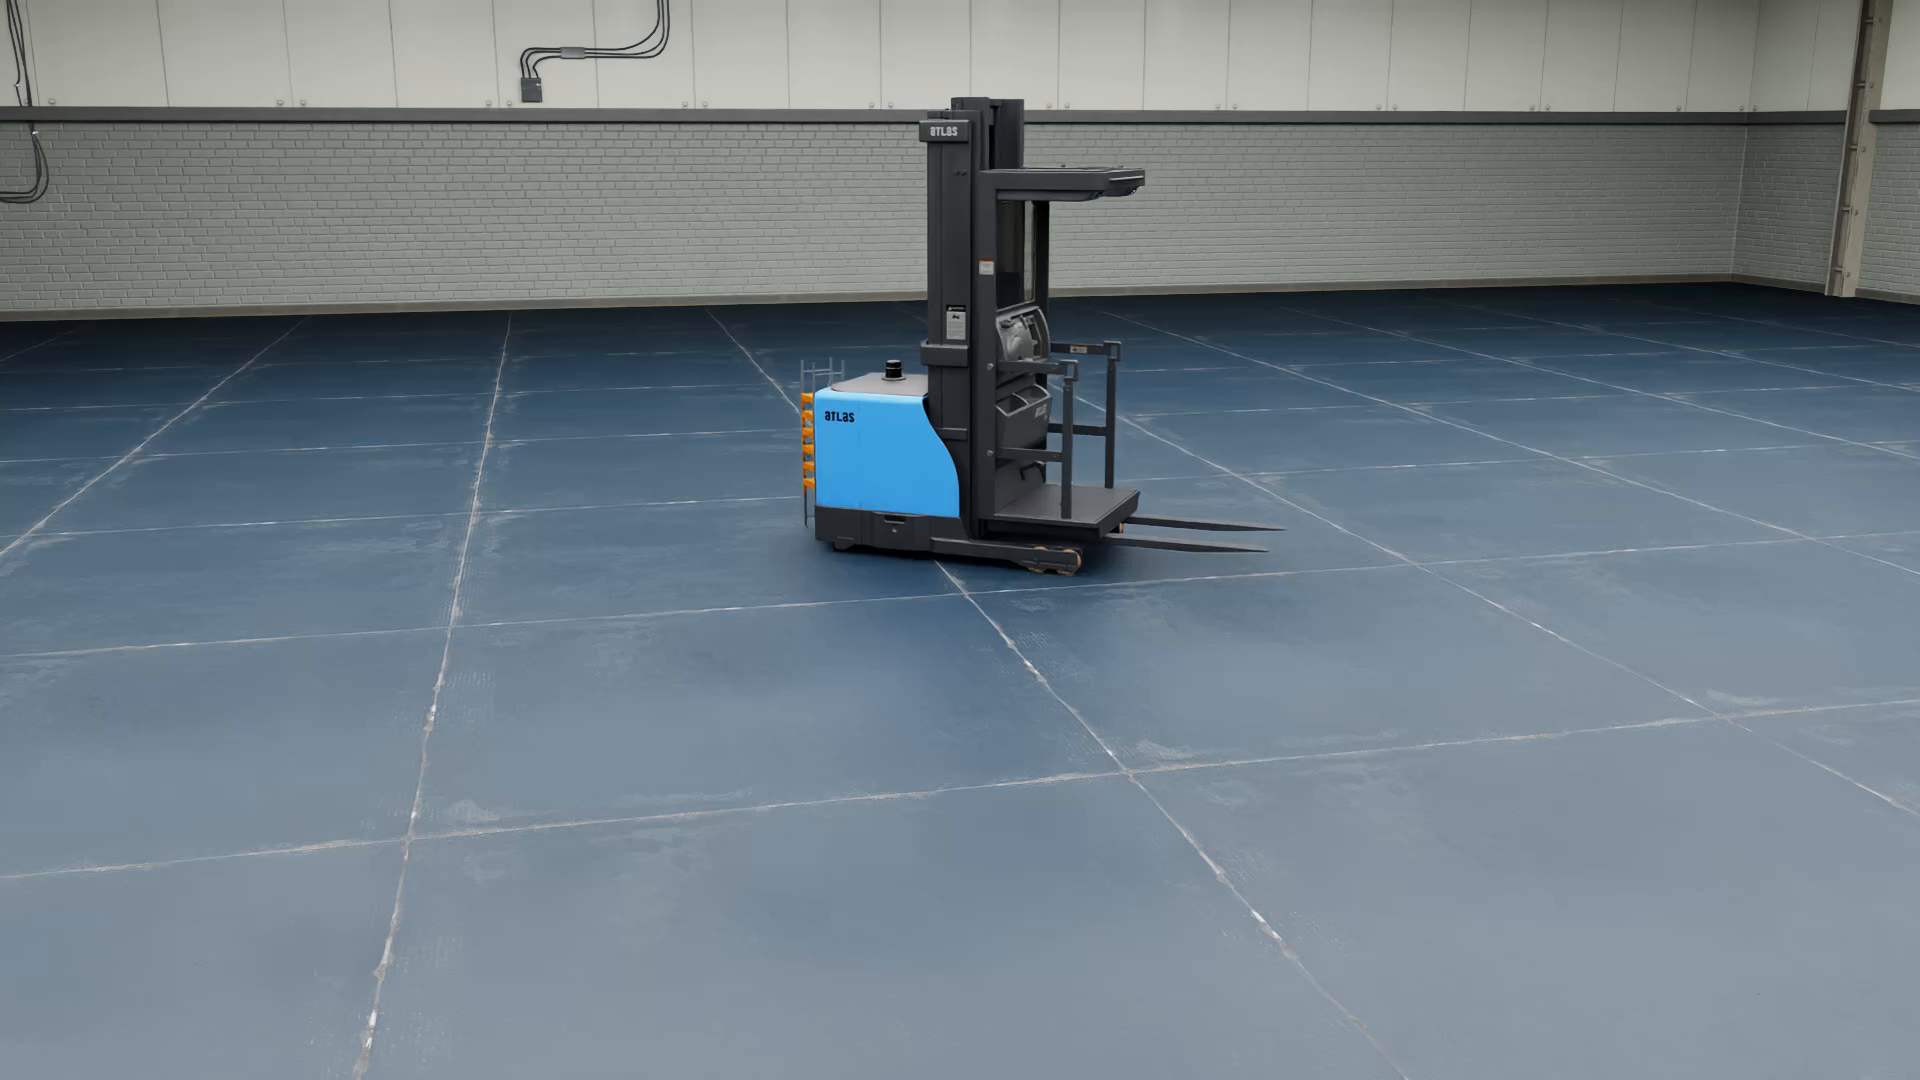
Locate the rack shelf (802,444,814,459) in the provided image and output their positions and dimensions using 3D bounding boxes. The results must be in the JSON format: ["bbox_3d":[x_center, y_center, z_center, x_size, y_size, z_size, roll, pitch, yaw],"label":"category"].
[{"bbox_3d":[-0.949,-0.616,11.606,0.258,0.103,0.180,-8,16,-30],"label":"rack shelf"}]

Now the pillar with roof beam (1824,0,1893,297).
[{"bbox_3d":[10.972,-8.336,26.586,9.100,9.000,0.400,-3,14,-13],"label":"pillar with roof beam"}]

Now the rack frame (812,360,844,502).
[{"bbox_3d":[-0.902,-0.640,11.519,0.240,1.200,0.006,-8,16,-30],"label":"rack frame"}]

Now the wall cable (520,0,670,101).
[{"bbox_3d":[-5.638,-9.751,25.212,2.305,6.003,0.169,-3,14,-13],"label":"wall cable"}]

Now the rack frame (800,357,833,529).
[{"bbox_3d":[-0.995,-0.678,11.672,0.240,1.200,0.006,-8,16,-30],"label":"rack frame"}]

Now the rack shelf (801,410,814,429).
[{"bbox_3d":[-0.949,-0.849,11.549,0.258,0.103,0.180,-8,16,-30],"label":"rack shelf"}]

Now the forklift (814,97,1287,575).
[{"bbox_3d":[0.596,-1.342,10.744,3.031,2.935,1.130,5,15,20],"label":"forklift"}]

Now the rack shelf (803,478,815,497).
[{"bbox_3d":[-0.948,-0.383,11.663,0.258,0.103,0.180,-8,16,-30],"label":"rack shelf"}]

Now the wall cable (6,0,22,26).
[{"bbox_3d":[-12.240,-8.669,23.851,3.097,2.526,0.112,-3,14,-13],"label":"wall cable"}]

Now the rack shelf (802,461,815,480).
[{"bbox_3d":[-0.949,-0.499,11.635,0.258,0.103,0.180,-8,16,-30],"label":"rack shelf"}]

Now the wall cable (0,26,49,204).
[{"bbox_3d":[-14.869,-6.065,23.833,3.097,2.526,0.112,-3,14,-13],"label":"wall cable"}]

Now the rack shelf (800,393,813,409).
[{"bbox_3d":[-0.949,-0.966,11.521,0.258,0.103,0.180,-8,16,-30],"label":"rack shelf"}]

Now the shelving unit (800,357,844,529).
[{"bbox_3d":[-0.949,-0.659,11.596,0.258,1.200,0.189,-8,16,-30],"label":"shelving unit"}]

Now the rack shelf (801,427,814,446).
[{"bbox_3d":[-0.949,-0.732,11.578,0.258,0.103,0.180,-8,16,-30],"label":"rack shelf"}]
